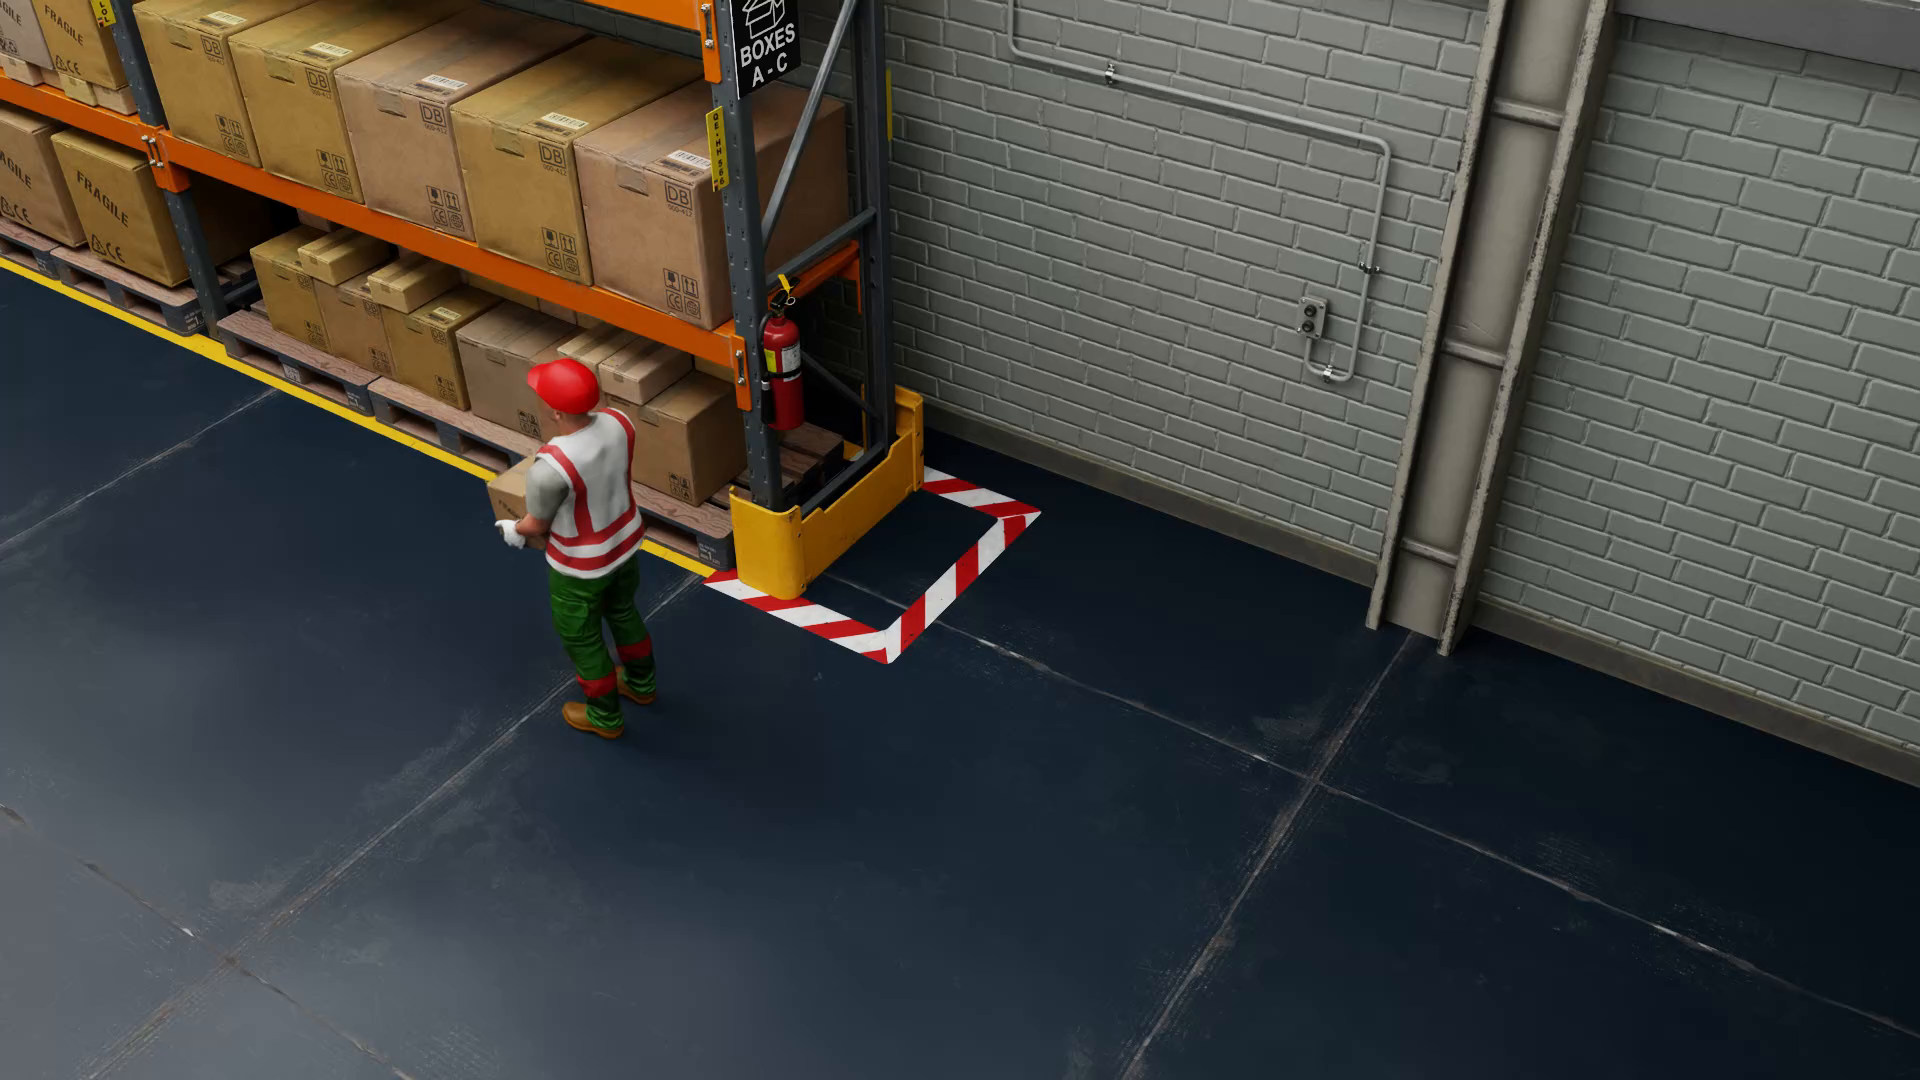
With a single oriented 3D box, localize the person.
[{"bbox_3d":[-1.540,0.014,6.640,0.547,1.793,0.519,21,43,25],"label":"person"}]
